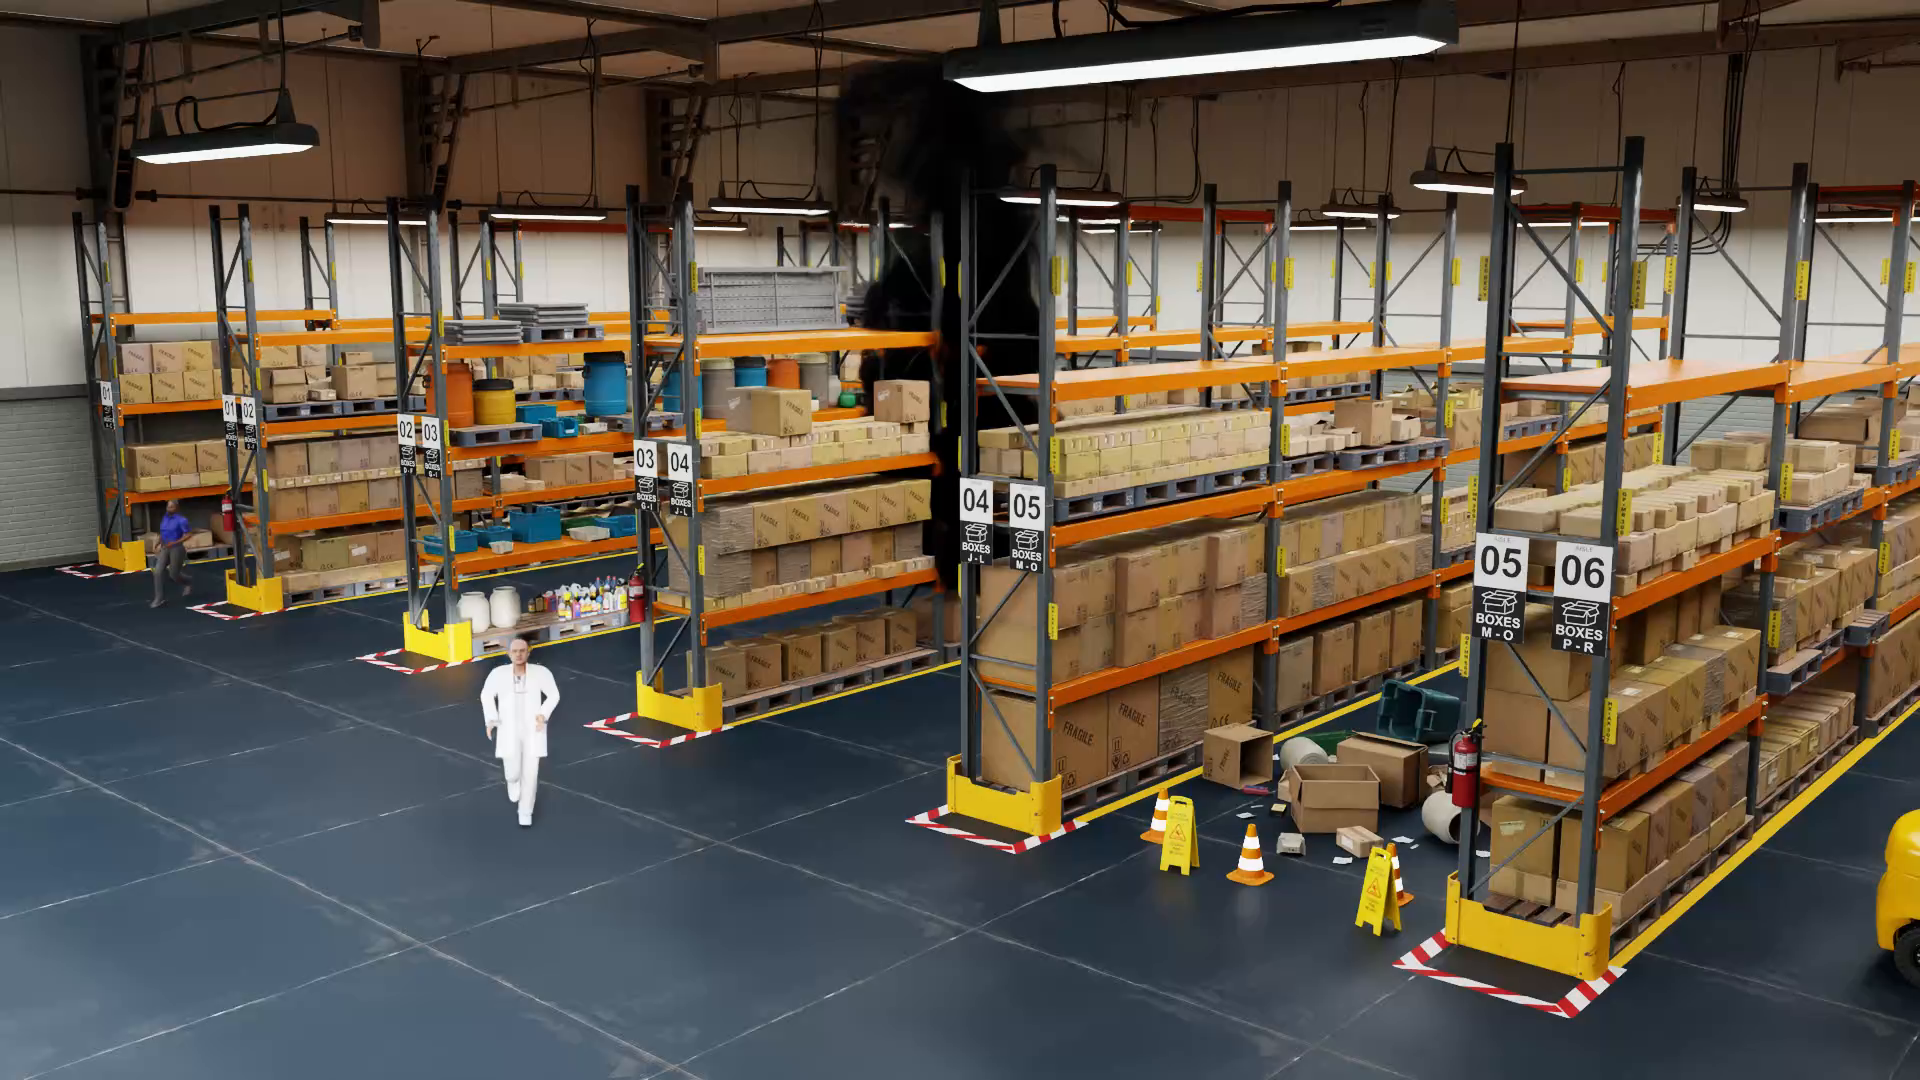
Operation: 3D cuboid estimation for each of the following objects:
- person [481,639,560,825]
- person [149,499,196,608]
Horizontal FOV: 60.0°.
[{"bbox_3d":[-4.084,1.871,15.514,0.712,1.528,0.636,-2,10,-14],"label":"person"},{"bbox_3d":[-11.971,0.179,25.387,0.617,1.649,0.829,3,10,15],"label":"person"}]
